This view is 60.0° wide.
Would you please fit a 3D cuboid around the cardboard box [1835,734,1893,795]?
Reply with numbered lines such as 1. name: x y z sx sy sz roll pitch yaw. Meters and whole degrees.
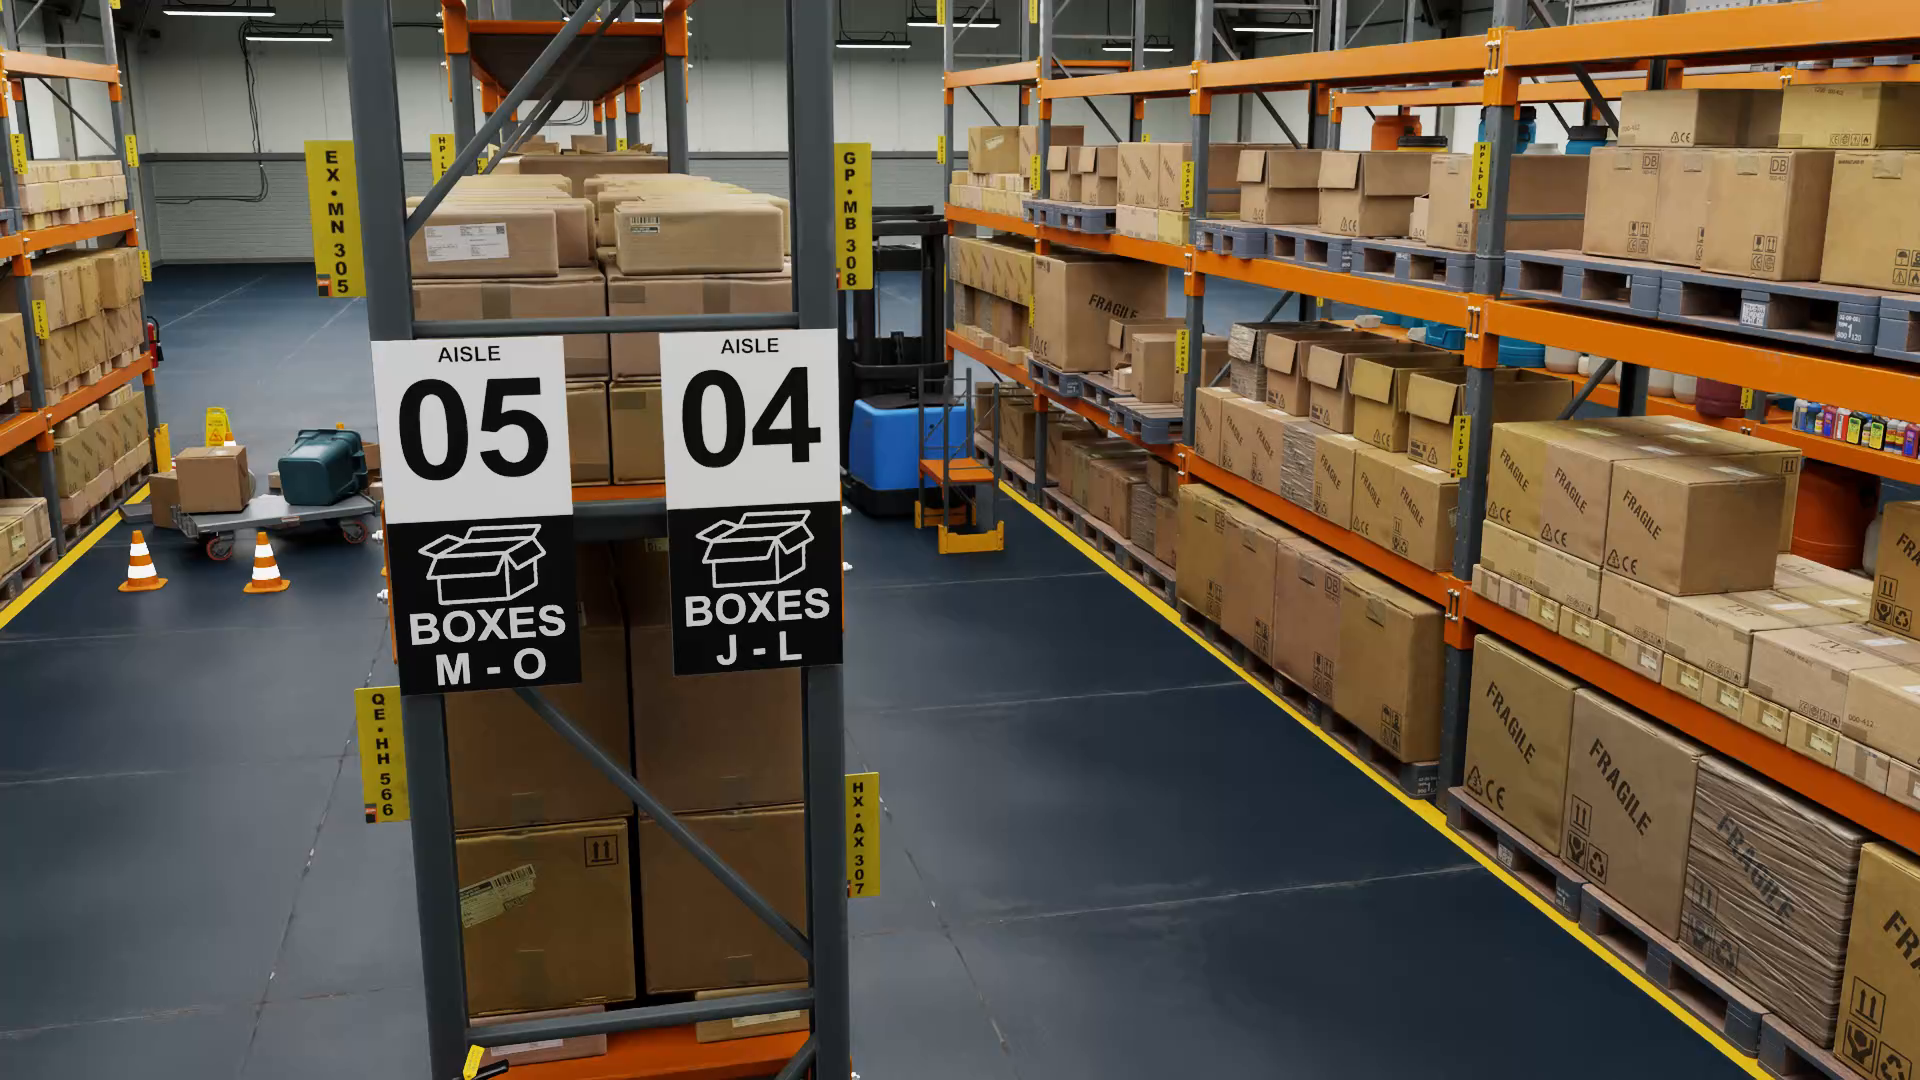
1. cardboard box: 3.487 0.812 6.136 0.380 0.149 0.250 -3 14 -12

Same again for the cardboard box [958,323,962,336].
1. cardboard box: 0.187 -2.502 19.700 0.380 0.149 0.250 -3 14 -13

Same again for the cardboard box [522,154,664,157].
1. cardboard box: -1.950 -1.815 8.937 0.797 0.503 0.637 -3 14 -14

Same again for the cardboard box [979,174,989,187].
1. cardboard box: 0.424 -3.961 18.300 0.380 0.149 0.250 -4 14 -16

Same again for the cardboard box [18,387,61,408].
1. cardboard box: -8.144 -1.255 14.596 0.380 0.149 0.250 -3 14 -13

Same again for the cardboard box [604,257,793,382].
1. cardboard box: -0.629 -0.563 4.175 0.500 0.250 0.500 -3 14 -12

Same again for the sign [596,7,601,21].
1. sign: -4.003 -5.942 18.476 0.100 0.325 0.005 -3 14 -13

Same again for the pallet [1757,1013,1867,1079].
1. pallet: 3.805 2.104 6.194 1.003 0.211 1.213 -3 14 -13

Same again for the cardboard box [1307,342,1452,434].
1. cardboard box: 2.661 -0.978 10.607 0.797 0.503 0.637 -3 14 -11

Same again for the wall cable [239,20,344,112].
1. wall cable: -18.680 -13.405 47.060 3.097 2.526 0.112 -3 14 -13

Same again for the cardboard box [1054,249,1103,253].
1. cardboard box: 1.273 -2.751 17.246 0.500 0.500 0.500 -3 14 -13

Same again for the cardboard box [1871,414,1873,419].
1. cardboard box: 10.560 -1.353 19.378 0.500 0.250 0.500 -3 14 -13

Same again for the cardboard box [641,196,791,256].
1. cardboard box: -0.666 -0.852 4.520 0.380 0.149 0.250 -3 14 -13

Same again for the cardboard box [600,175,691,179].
1. cardboard box: -1.304 -1.444 6.941 0.380 0.149 0.250 -3 14 -12

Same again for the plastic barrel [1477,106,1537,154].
1. plastic barrel: 5.936 -4.255 18.086 0.600 0.901 0.708 -3 14 -13

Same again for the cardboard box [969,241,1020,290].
1. cardboard box: 0.405 -3.067 18.541 0.500 0.500 0.500 -3 14 -13

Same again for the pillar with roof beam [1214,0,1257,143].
1. pillar with roof beam: 4.531 -13.072 49.794 9.100 9.000 0.548 -3 14 -13

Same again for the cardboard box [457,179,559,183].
1. cardboard box: -1.720 -1.299 6.347 0.380 0.149 0.250 -4 14 -15

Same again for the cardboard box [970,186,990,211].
1. cardboard box: 0.413 -3.787 18.428 0.500 0.250 0.500 -3 14 -13

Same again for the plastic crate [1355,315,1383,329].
1. plastic crate: 5.023 -2.685 20.477 0.298 0.136 0.250 -3 14 -13

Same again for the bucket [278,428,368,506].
1. bucket: -5.867 -0.637 15.231 0.726 0.611 0.620 2 24 6

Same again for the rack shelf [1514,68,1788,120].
1. rack shelf: 6.535 -4.024 15.119 1.077 0.370 4.000 -3 14 -13

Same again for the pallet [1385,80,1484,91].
1. pallet: 5.555 -5.214 18.871 1.003 0.211 1.213 -3 14 -13

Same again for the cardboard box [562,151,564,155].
1. cardboard box: -3.557 -3.612 15.987 0.500 0.250 0.500 -3 14 -14

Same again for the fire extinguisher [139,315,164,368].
1. fire extinguisher: -8.900 -2.224 18.195 0.296 0.674 0.183 -3 14 -13

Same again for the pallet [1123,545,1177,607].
1. pallet: 2.008 0.258 13.749 1.003 0.211 1.213 -3 14 -13

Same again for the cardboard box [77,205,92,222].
1. cardboard box: -8.562 -3.126 15.934 0.380 0.149 0.250 -3 14 -14

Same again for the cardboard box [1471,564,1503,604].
1. cardboard box: 2.876 0.215 8.577 0.380 0.149 0.250 -3 14 -13

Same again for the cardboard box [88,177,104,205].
1. cardboard box: -8.696 -3.400 16.214 0.500 0.250 0.500 -3 14 -12

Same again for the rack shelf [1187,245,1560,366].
1. rack shelf: 2.660 -1.563 10.521 1.077 0.370 4.000 -3 14 -13

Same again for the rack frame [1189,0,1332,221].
1. rack frame: 2.190 -3.831 11.968 1.000 3.000 0.127 -3 14 -13

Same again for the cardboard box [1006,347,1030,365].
1. cardboard box: 0.698 -1.921 17.321 0.380 0.149 0.250 -3 14 -13

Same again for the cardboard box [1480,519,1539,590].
1. cardboard box: 2.985 0.058 8.382 0.500 0.250 0.500 -4 14 -14

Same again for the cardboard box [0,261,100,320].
1. cardboard box: -8.465 -2.315 15.463 0.700 0.500 0.500 -4 14 -14

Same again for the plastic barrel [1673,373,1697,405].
1. plastic barrel: 6.555 -1.472 14.719 0.421 0.512 0.421 0 14 0

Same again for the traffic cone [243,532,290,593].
1. traffic cone: -5.690 0.165 13.600 0.336 0.463 0.334 -3 14 -13

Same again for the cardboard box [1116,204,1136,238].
1. cardboard box: 1.595 -2.626 13.675 0.500 0.250 0.500 -3 14 -12

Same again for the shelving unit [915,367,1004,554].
1. shelving unit: -0.018 -0.746 15.144 0.587 1.500 1.083 -3 14 -13

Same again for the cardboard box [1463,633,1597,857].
1. cardboard box: 3.207 0.991 8.464 0.875 0.875 0.875 -3 14 -13

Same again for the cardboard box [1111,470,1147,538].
1. cardboard box: 1.731 -0.327 14.607 0.700 0.500 0.500 -2 14 -8

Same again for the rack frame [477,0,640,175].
1. rack frame: -2.655 -3.577 10.932 1.000 3.000 0.127 -3 14 -13

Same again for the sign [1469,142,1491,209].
1. sign: 2.605 -1.822 8.315 0.100 0.325 0.005 -3 14 -13

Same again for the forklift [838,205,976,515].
1. forklift: -0.767 -1.967 17.126 1.130 2.935 3.031 -4 14 -17

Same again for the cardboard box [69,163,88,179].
1. cardboard box: -8.562 -3.518 15.860 0.380 0.149 0.250 -3 14 -12

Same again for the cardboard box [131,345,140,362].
1. cardboard box: -8.858 -1.961 17.485 0.380 0.149 0.250 -3 14 -14

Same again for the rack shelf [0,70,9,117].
1. rack shelf: -7.912 -3.196 11.728 1.077 0.370 4.000 -3 14 -13

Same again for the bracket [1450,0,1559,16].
1. bracket: 11.891 -11.582 36.112 0.076 0.066 4.783 -3 14 -13

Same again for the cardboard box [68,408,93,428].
1. cardboard box: -8.352 -1.136 15.542 0.380 0.149 0.250 -3 14 -11

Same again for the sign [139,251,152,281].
1. sign: -8.777 -2.952 17.906 0.100 0.325 0.005 -3 14 -13

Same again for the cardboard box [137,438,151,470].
1. cardboard box: -8.864 -0.901 17.525 0.500 0.250 0.500 -3 14 -13

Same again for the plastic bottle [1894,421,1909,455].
1. plastic bottle: 7.010 -0.770 12.354 0.097 0.271 0.097 0 14 0

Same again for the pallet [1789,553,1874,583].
1. pallet: 7.230 0.342 13.406 1.003 0.211 1.213 -3 14 -13

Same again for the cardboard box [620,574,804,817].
1. cardboard box: -0.623 0.385 4.408 0.500 0.500 0.500 -3 14 -14

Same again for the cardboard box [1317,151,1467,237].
1. cardboard box: 2.691 -2.157 10.338 0.797 0.503 0.637 -3 14 -14
